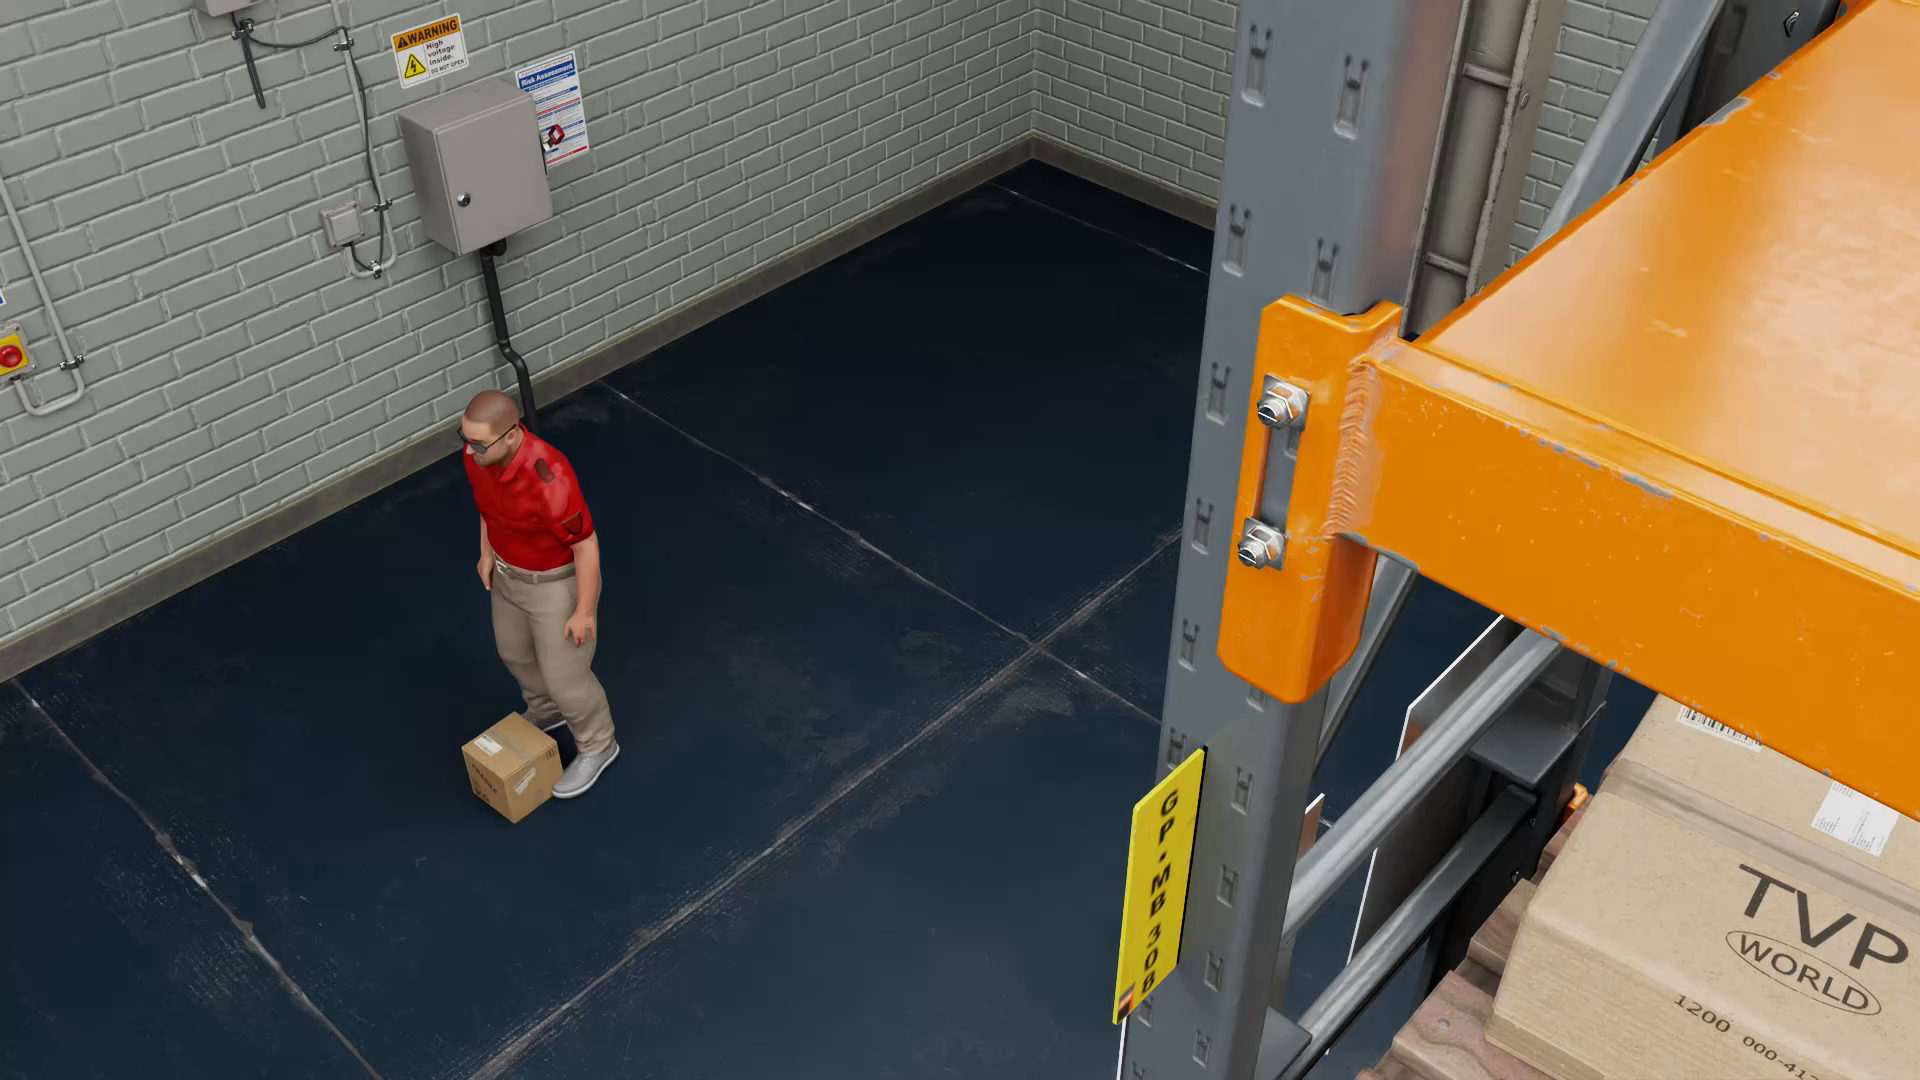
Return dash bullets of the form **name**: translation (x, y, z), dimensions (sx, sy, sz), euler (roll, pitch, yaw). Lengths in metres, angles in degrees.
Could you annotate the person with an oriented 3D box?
- **person**: translation (-1.520, 0.162, 5.967), dimensions (0.594, 1.725, 0.402), euler (28, 47, 30)
